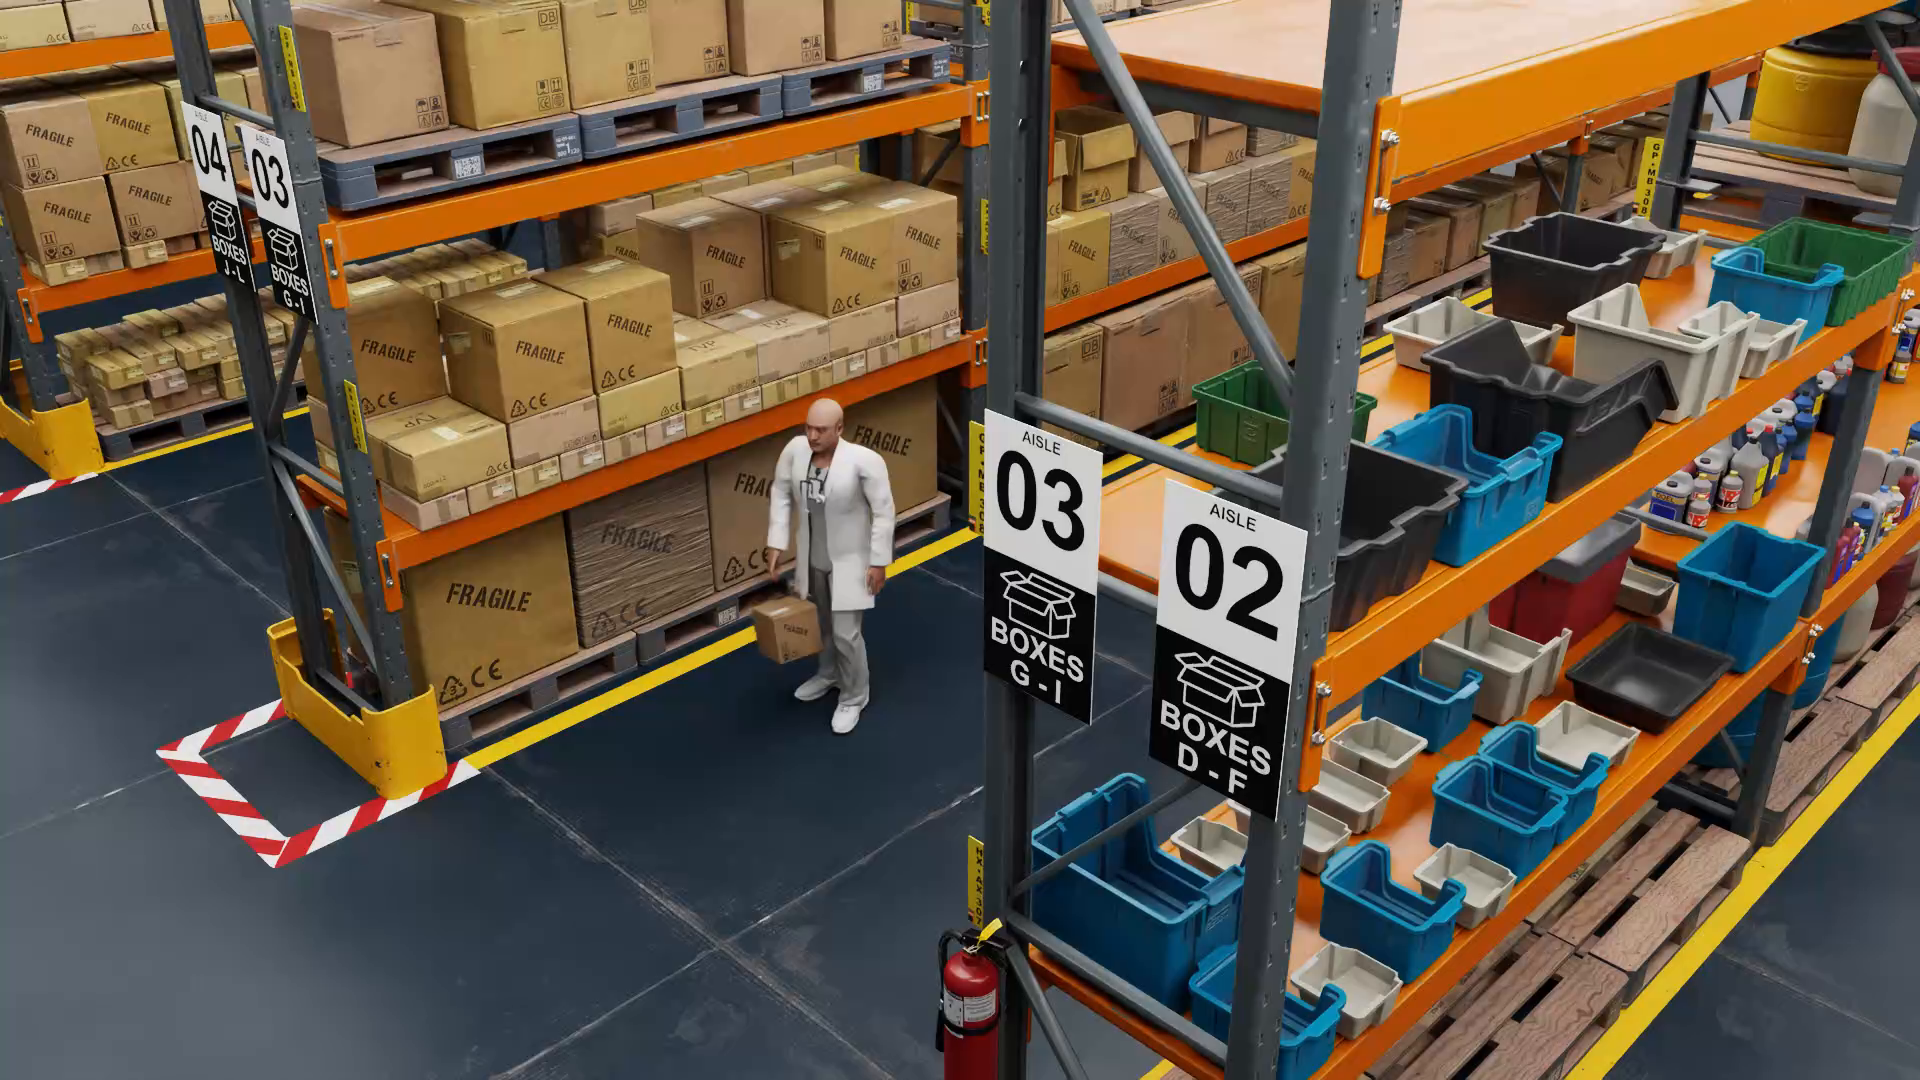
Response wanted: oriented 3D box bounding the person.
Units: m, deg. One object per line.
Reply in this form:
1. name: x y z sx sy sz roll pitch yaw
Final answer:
1. person: -0.652 0.098 8.451 0.676 1.770 0.542 15 31 26
